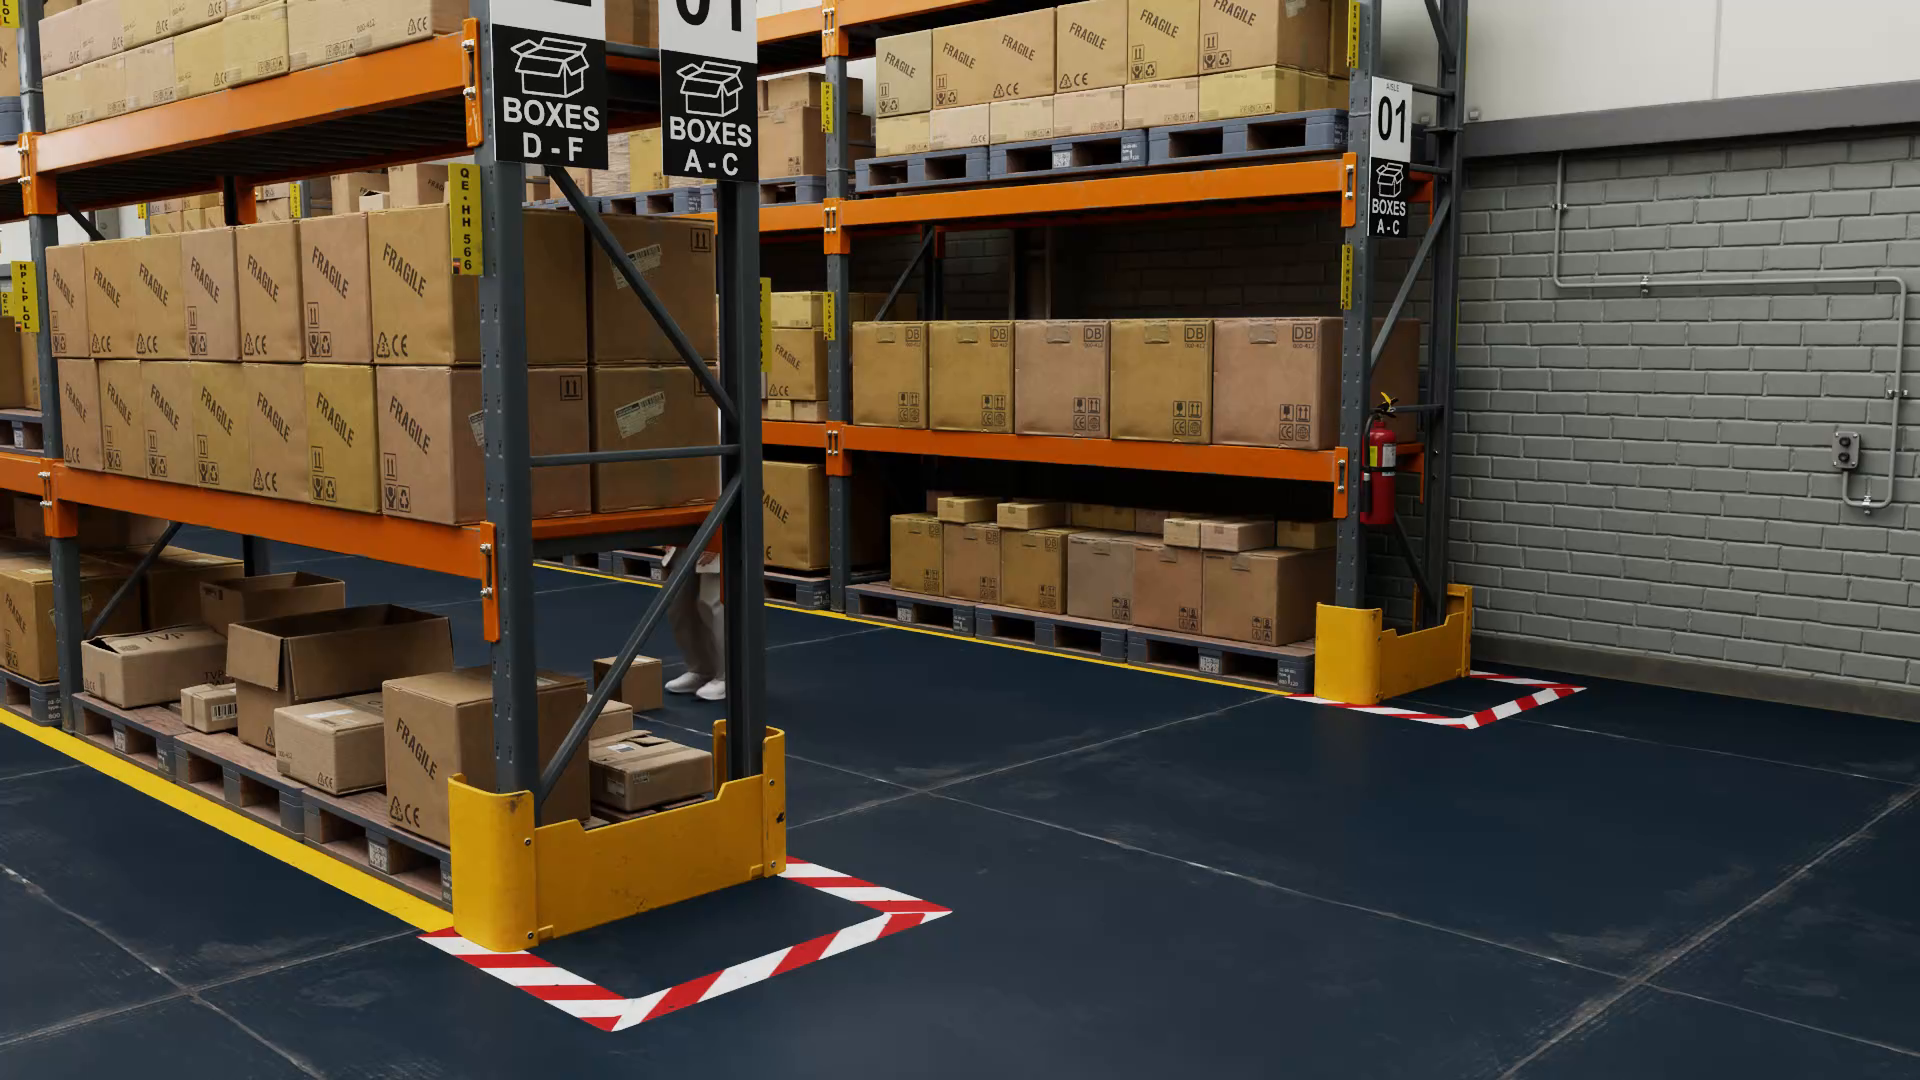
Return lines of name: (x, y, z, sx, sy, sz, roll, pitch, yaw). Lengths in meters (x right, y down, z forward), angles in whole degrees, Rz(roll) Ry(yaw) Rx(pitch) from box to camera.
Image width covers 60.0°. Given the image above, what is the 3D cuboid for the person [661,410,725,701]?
person: (-1.328, -0.012, 8.809, 0.466, 1.693, 0.599, -7, 10, -44)
